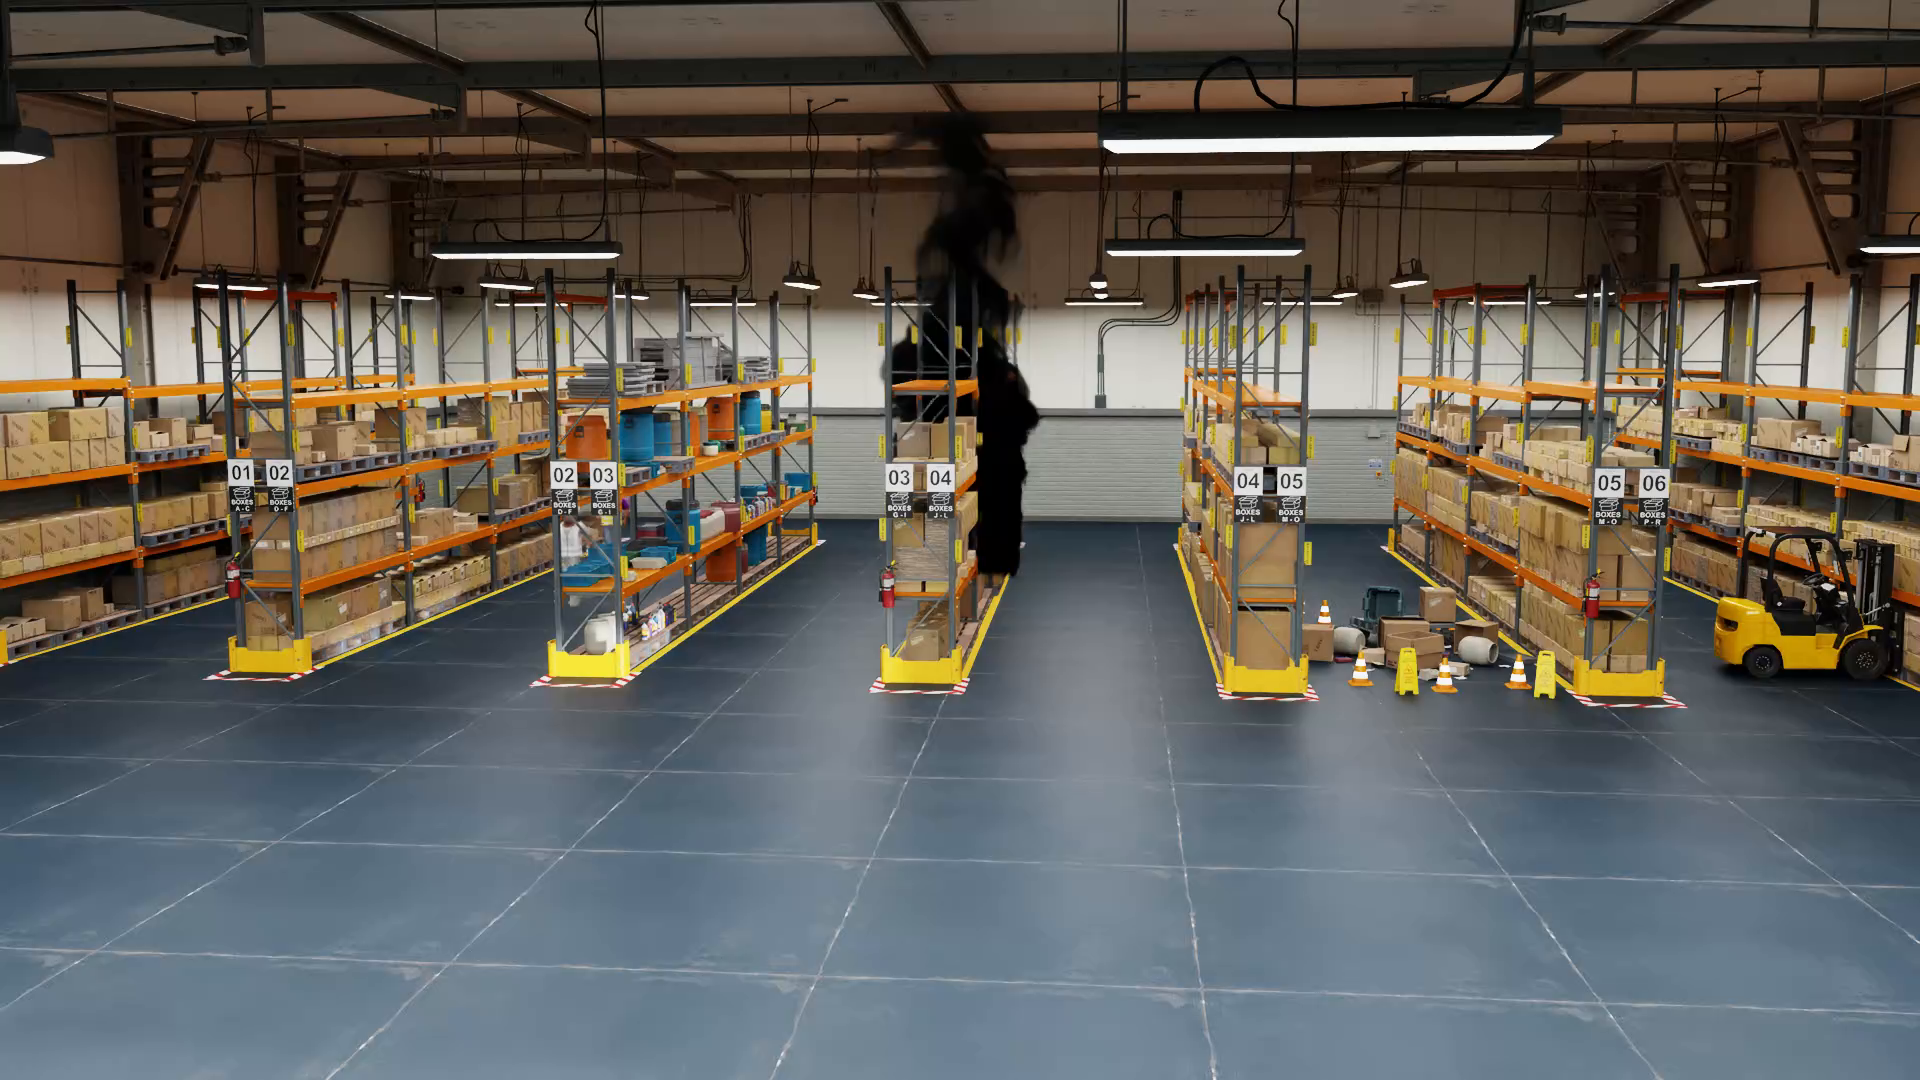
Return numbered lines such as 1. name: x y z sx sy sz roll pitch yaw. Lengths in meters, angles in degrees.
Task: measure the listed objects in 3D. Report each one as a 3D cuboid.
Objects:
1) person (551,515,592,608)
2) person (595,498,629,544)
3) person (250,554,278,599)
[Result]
1. person: -6.838 0.315 29.113 0.667 1.792 0.669 1 7 5
2. person: -7.159 -0.264 34.059 0.705 1.795 0.613 0 7 -4
3. person: -12.107 0.609 29.192 0.663 1.697 0.926 -1 7 -7
